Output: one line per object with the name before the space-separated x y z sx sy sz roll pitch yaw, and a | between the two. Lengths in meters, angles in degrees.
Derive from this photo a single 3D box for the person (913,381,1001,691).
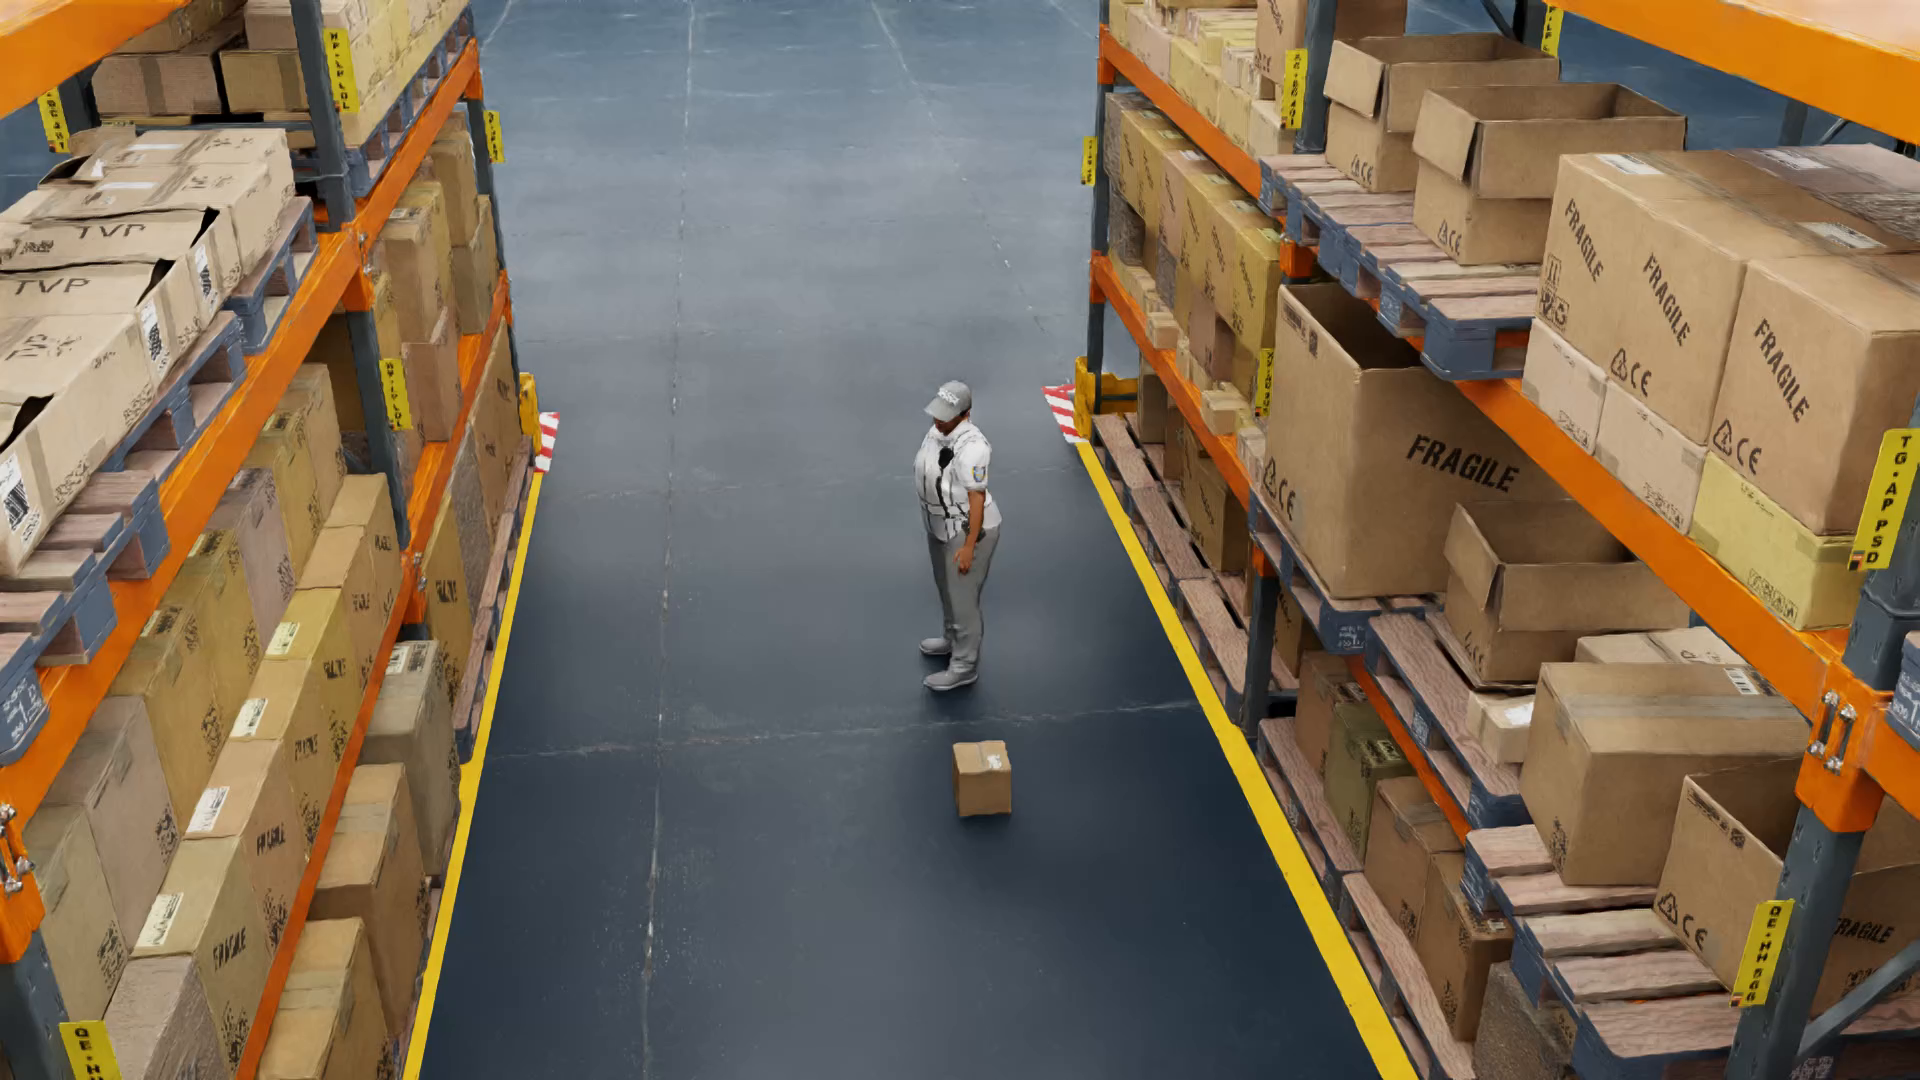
person | -0.055 -0.044 8.652 0.470 1.672 0.562 -14 30 -24
